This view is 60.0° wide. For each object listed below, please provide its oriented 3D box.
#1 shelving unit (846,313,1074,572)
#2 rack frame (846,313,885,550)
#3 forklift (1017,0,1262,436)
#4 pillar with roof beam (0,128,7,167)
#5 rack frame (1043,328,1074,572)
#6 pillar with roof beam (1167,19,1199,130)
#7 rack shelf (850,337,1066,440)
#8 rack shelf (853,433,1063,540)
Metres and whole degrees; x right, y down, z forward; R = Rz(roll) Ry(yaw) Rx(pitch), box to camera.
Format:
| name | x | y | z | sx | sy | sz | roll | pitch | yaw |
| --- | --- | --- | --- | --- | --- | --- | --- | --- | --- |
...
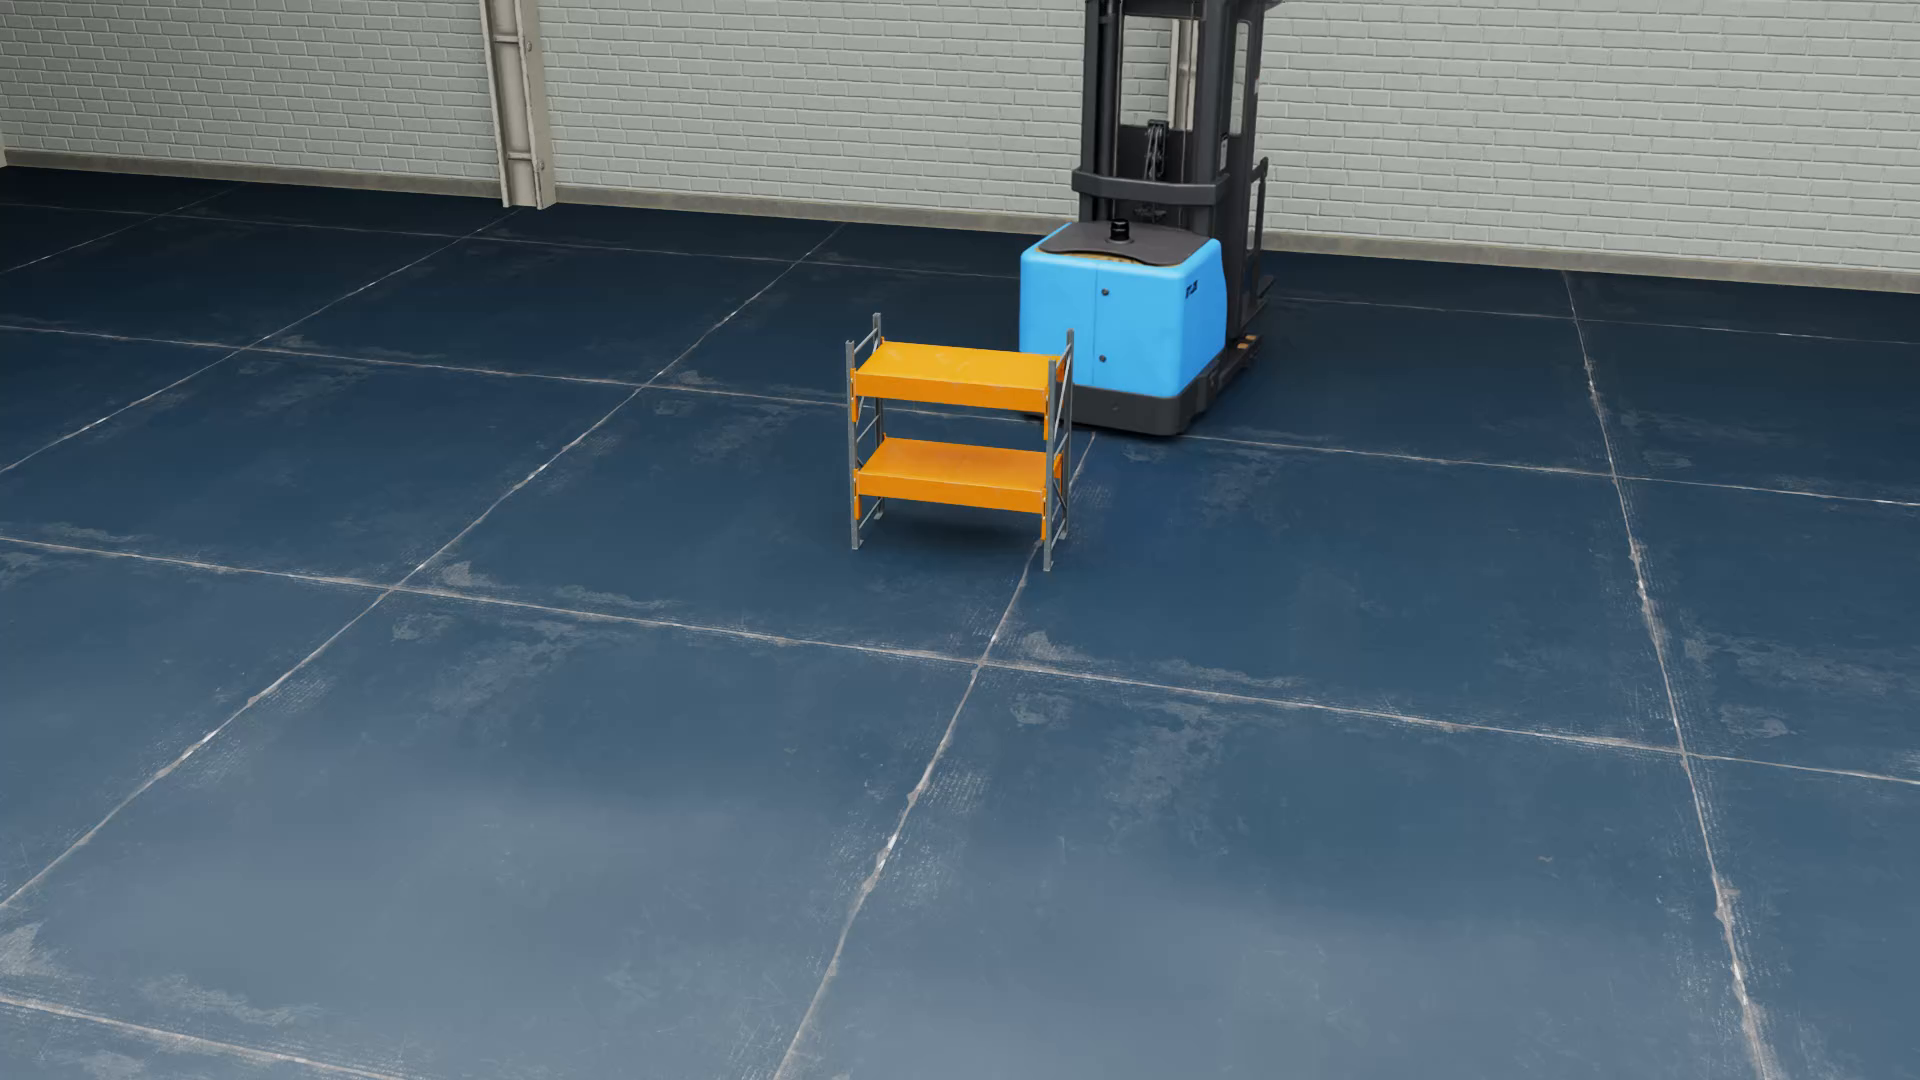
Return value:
| name | x | y | z | sx | sy | sz | roll | pitch | yaw |
| --- | --- | --- | --- | --- | --- | --- | --- | --- | --- |
| shelving unit | 0.007 | -0.507 | 8.507 | 1.048 | 1.125 | 0.538 | 6 | 26 | 13 |
| rack frame | -0.486 | -0.562 | 8.621 | 0.032 | 1.125 | 0.500 | 6 | 26 | 13 |
| forklift | 1.413 | -2.548 | 10.693 | 1.130 | 2.935 | 3.031 | 11 | 28 | 22 |
| pillar with roof beam | -10.809 | -5.984 | 10.850 | 0.400 | 9.000 | 9.100 | 6 | 26 | 13 |
| rack frame | 0.499 | -0.453 | 8.392 | 0.032 | 1.125 | 0.500 | 6 | 26 | 13 |
| pillar with roof beam | 0.813 | -4.699 | 8.152 | 0.400 | 9.000 | 9.100 | 6 | 26 | 13 |
| rack shelf | 0.007 | -0.771 | 8.381 | 1.000 | 0.278 | 0.538 | 6 | 26 | 13 |
| rack shelf | 0.007 | -0.286 | 8.612 | 1.000 | 0.278 | 0.538 | 6 | 26 | 13 |
